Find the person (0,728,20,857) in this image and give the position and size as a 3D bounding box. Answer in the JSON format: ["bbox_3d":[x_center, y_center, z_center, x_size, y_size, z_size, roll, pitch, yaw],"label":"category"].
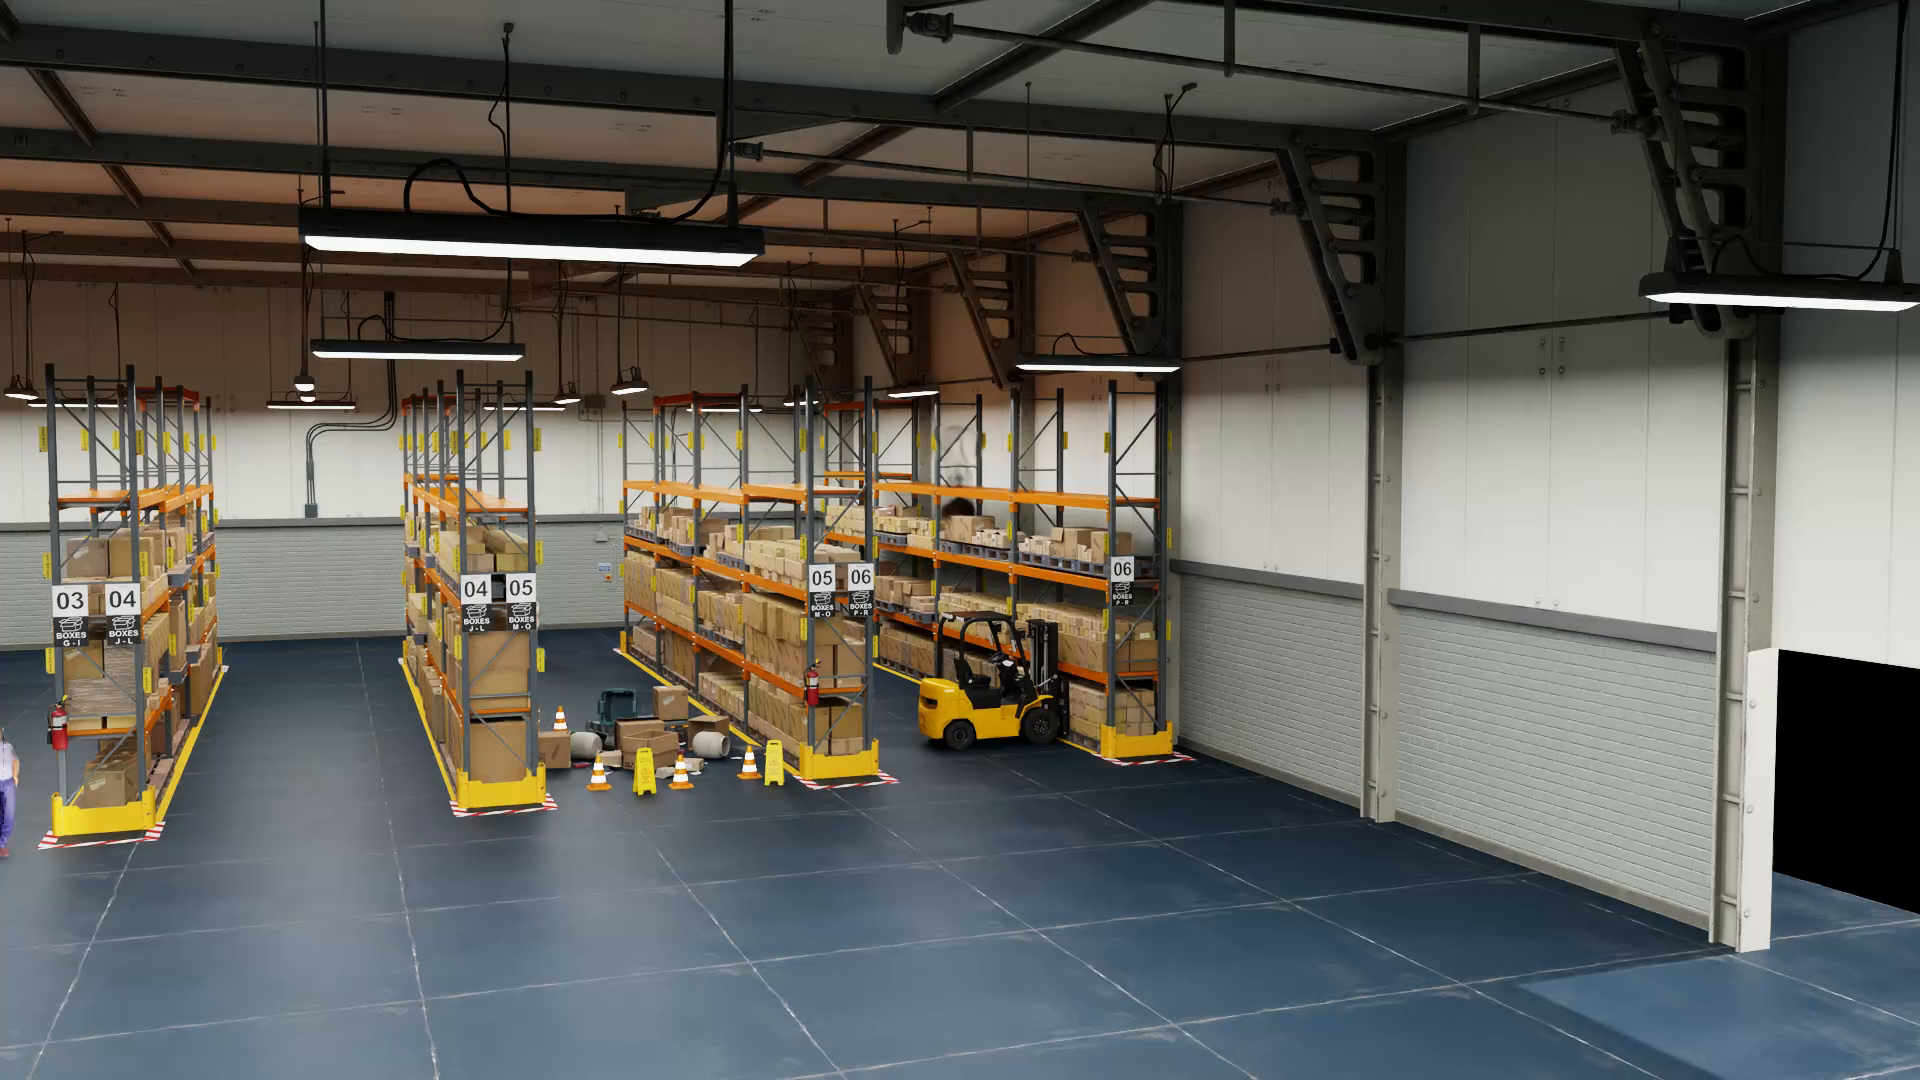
[{"bbox_3d":[-11.729,3.037,20.213,0.558,1.605,0.618,3,4,37],"label":"person"}]
